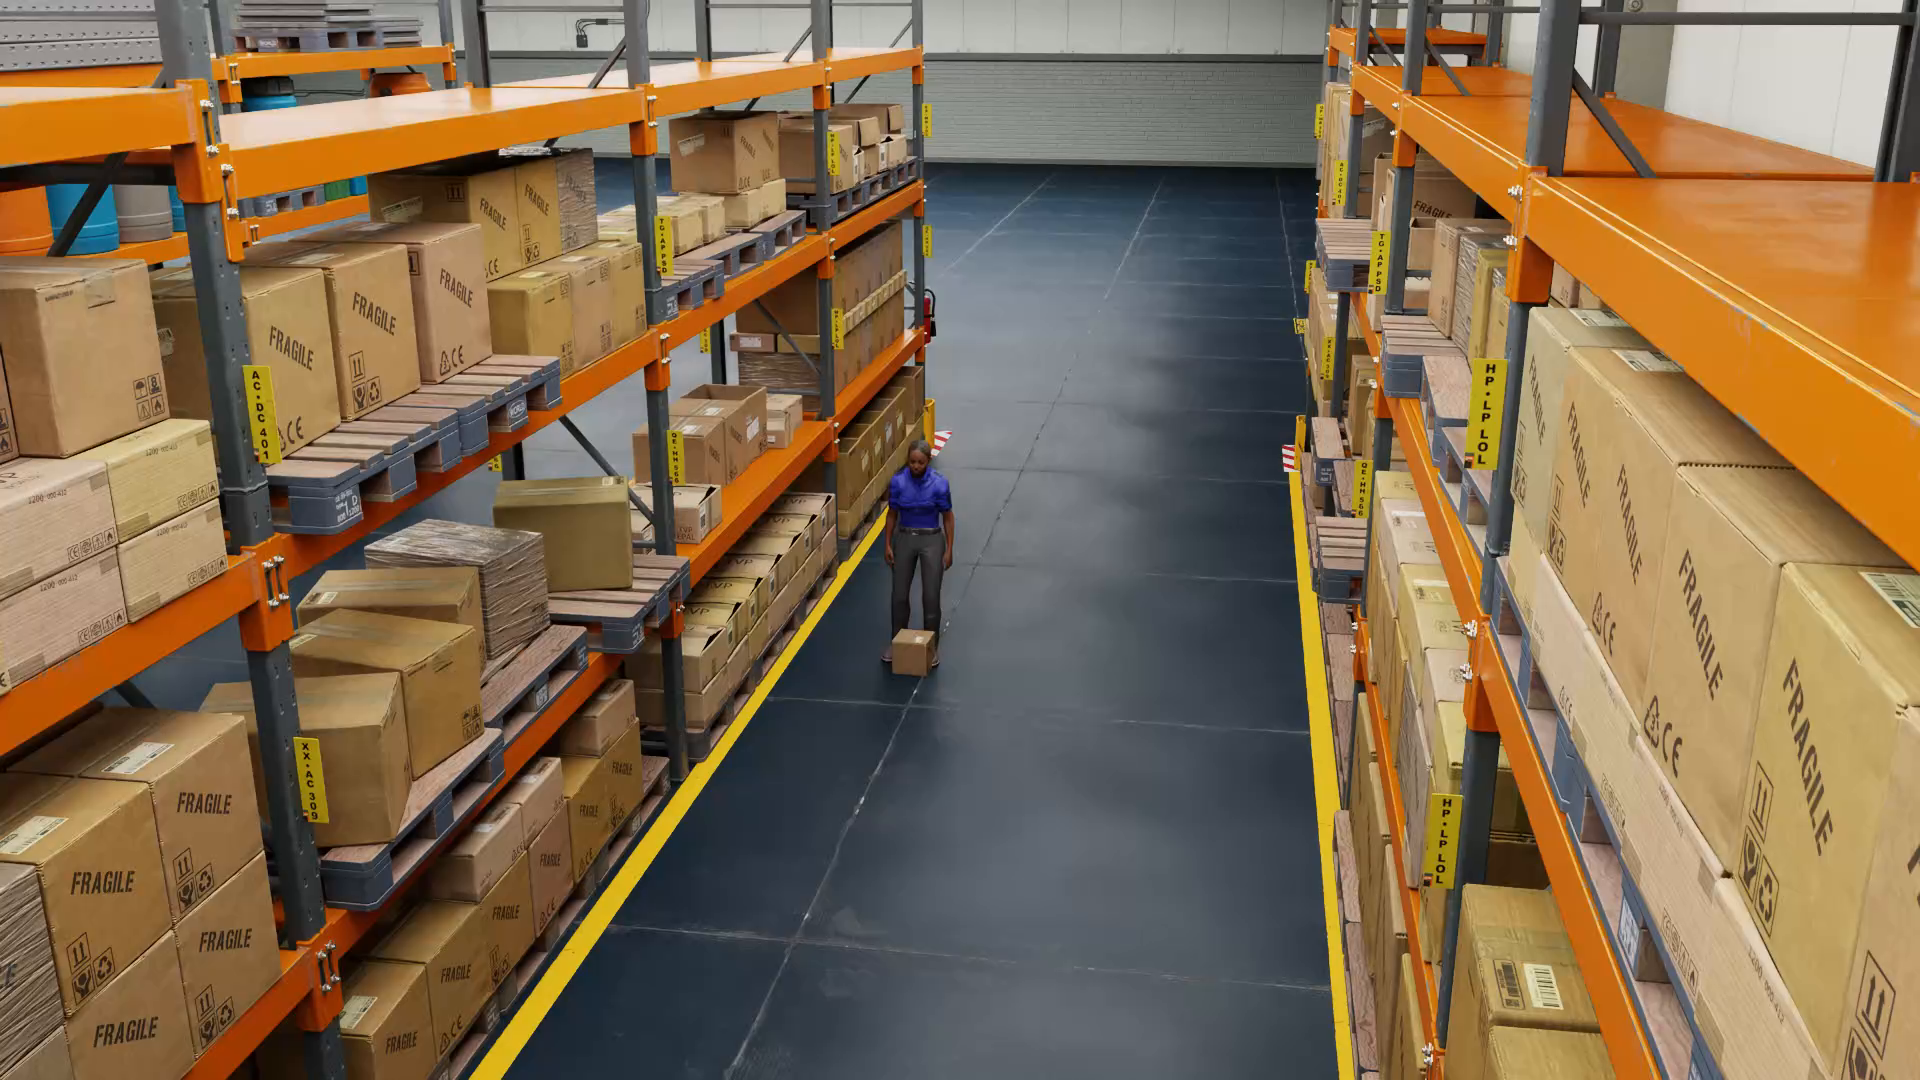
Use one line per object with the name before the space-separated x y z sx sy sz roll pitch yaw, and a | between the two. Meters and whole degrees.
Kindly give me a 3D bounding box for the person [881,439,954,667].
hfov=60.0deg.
person | -0.303 0.072 11.843 0.516 1.654 0.392 3 18 9
